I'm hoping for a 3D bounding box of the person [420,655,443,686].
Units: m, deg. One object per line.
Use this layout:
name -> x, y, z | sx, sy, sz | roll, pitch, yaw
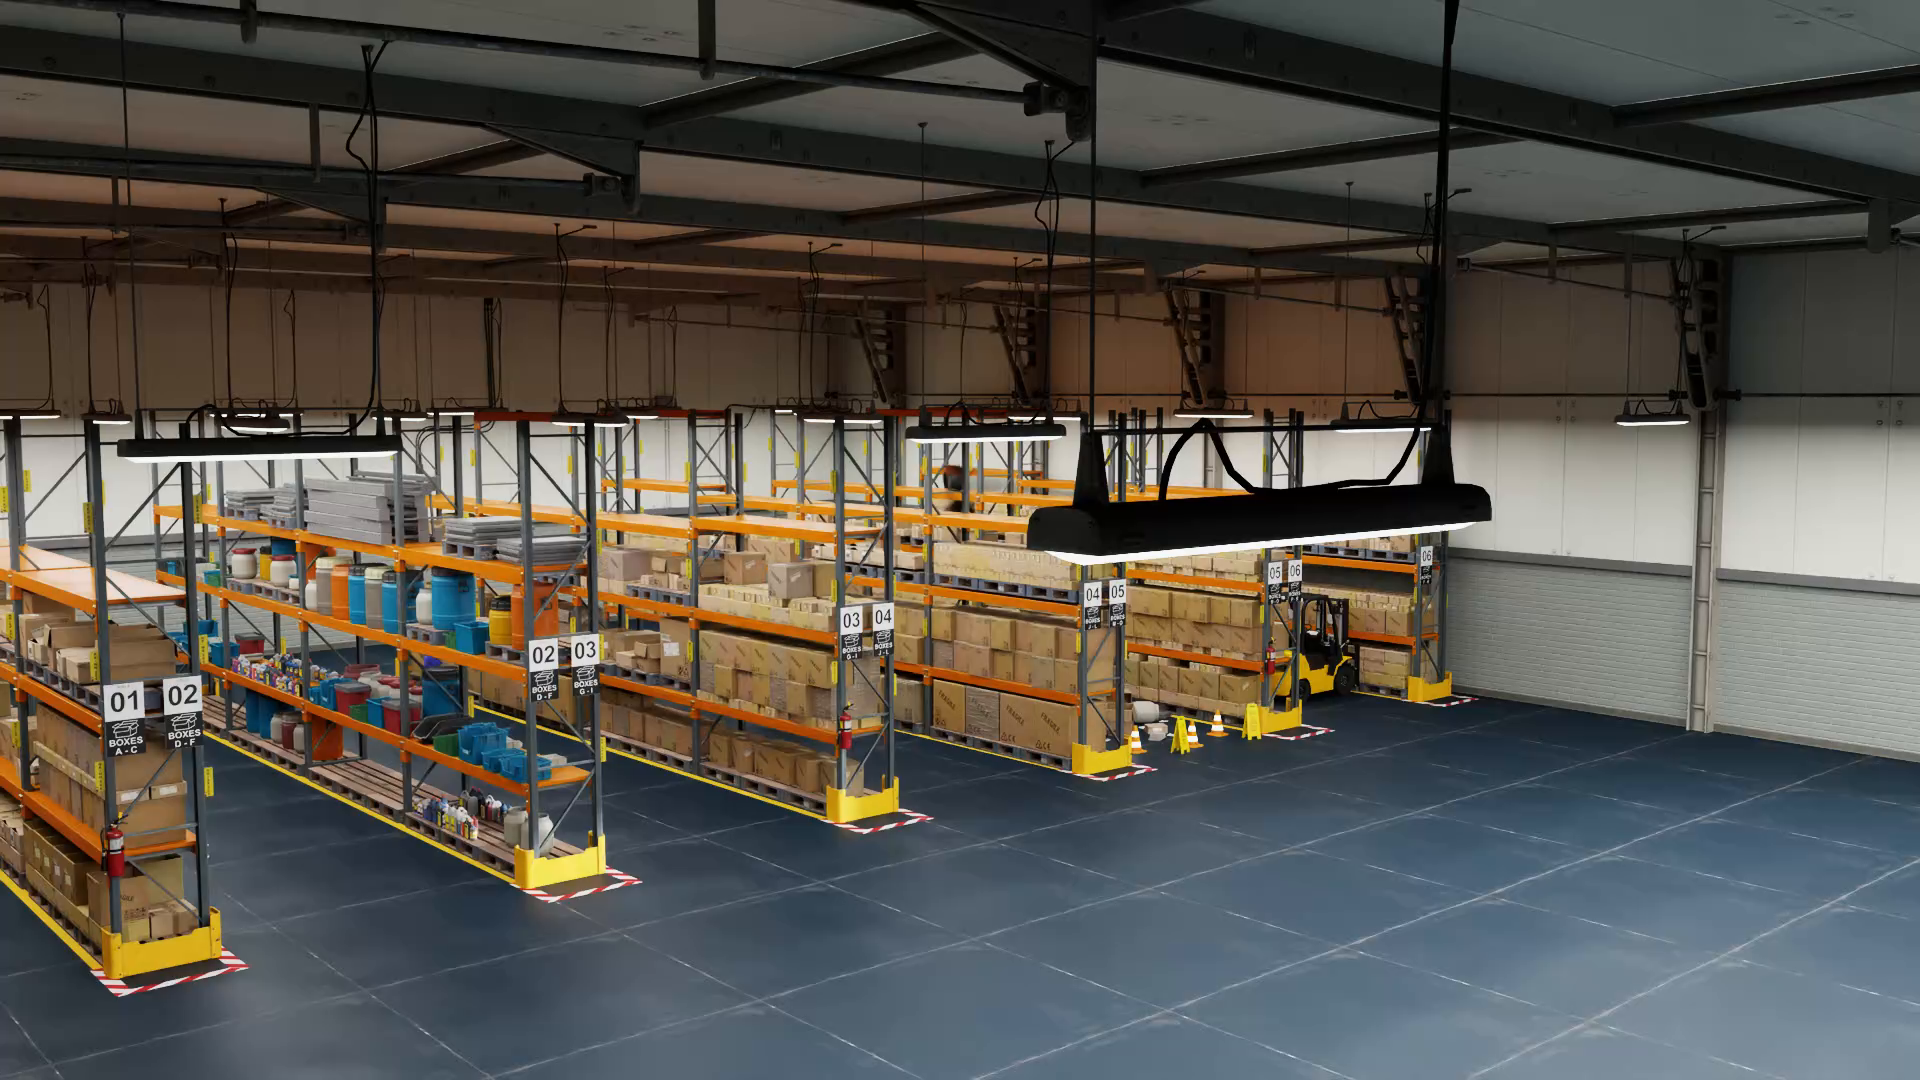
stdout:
person -> -10.222, 2.721, 32.303 | 0.871, 1.536, 0.587 | 3, 6, 33
